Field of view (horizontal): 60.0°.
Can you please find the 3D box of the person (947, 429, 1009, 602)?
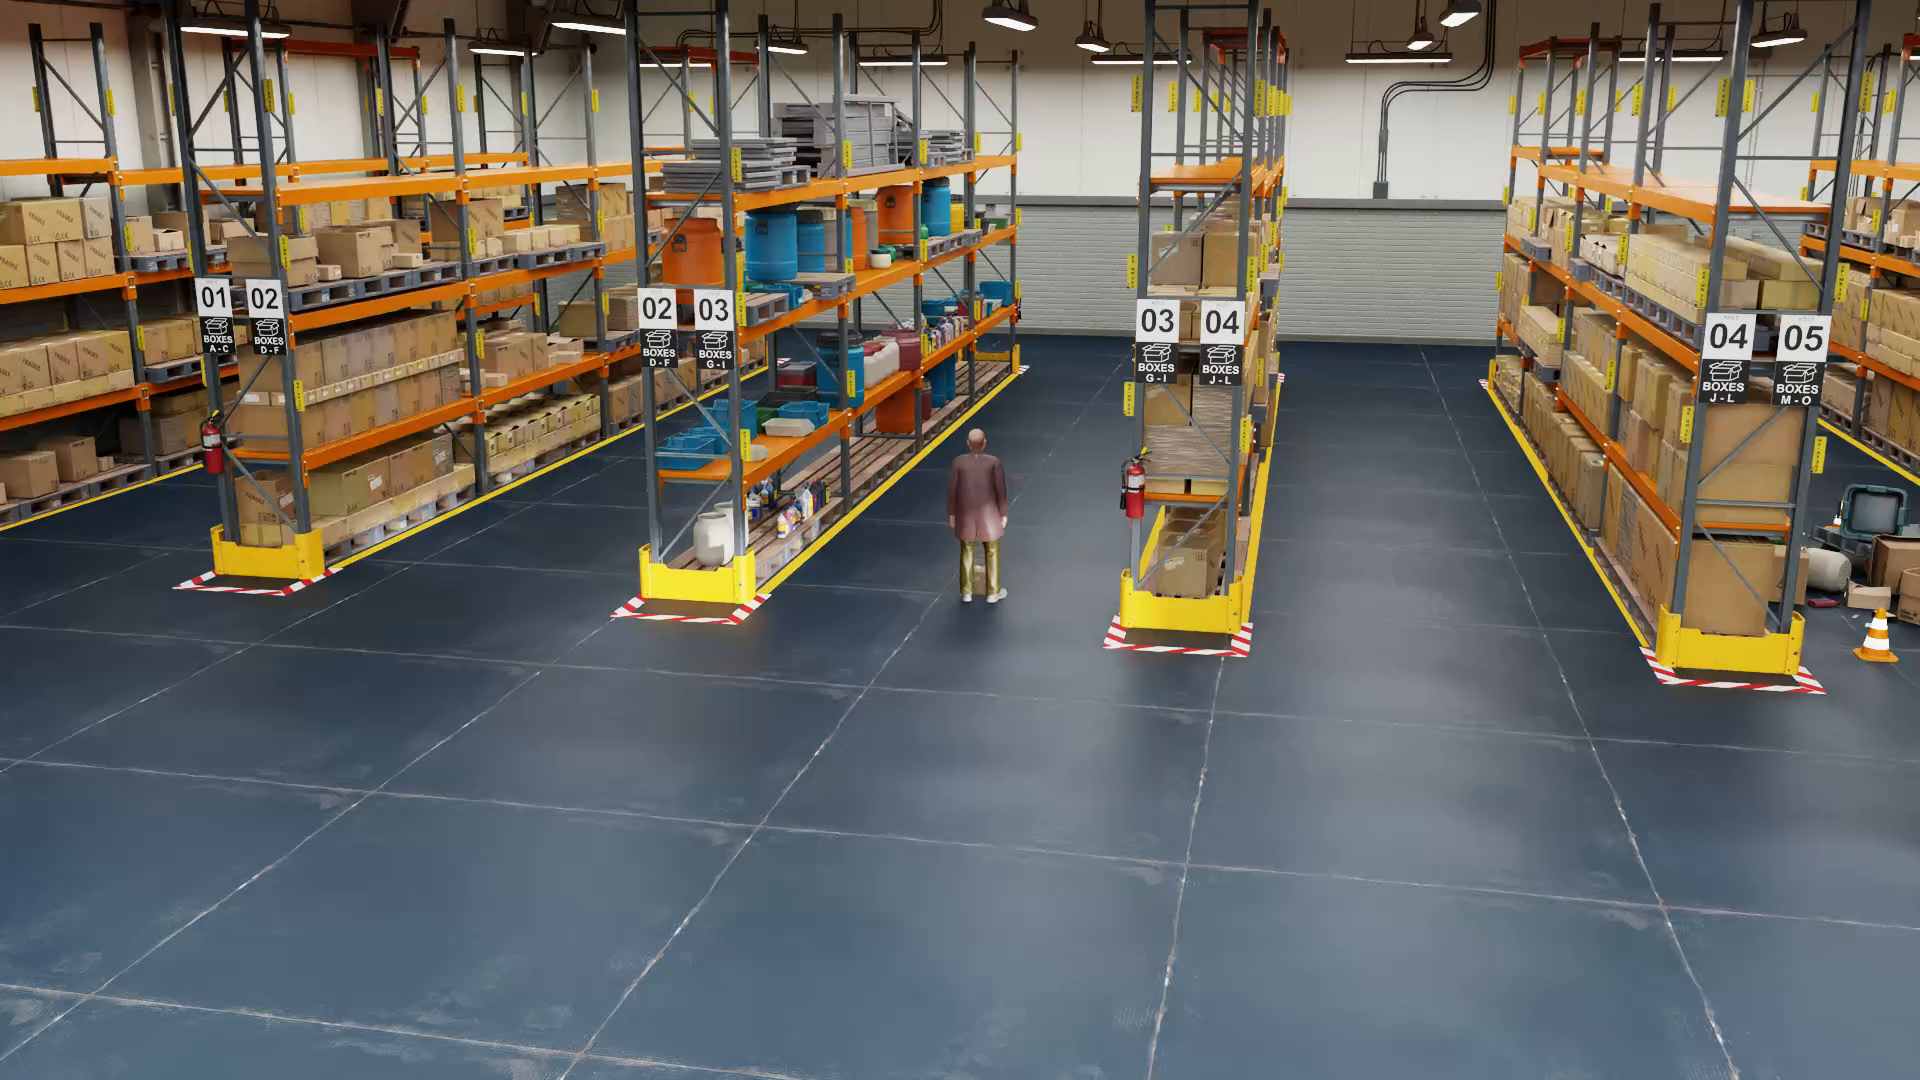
[{"bbox_3d":[0.182,-0.251,17.016,0.635,1.773,0.427,2,15,9],"label":"person"}]
